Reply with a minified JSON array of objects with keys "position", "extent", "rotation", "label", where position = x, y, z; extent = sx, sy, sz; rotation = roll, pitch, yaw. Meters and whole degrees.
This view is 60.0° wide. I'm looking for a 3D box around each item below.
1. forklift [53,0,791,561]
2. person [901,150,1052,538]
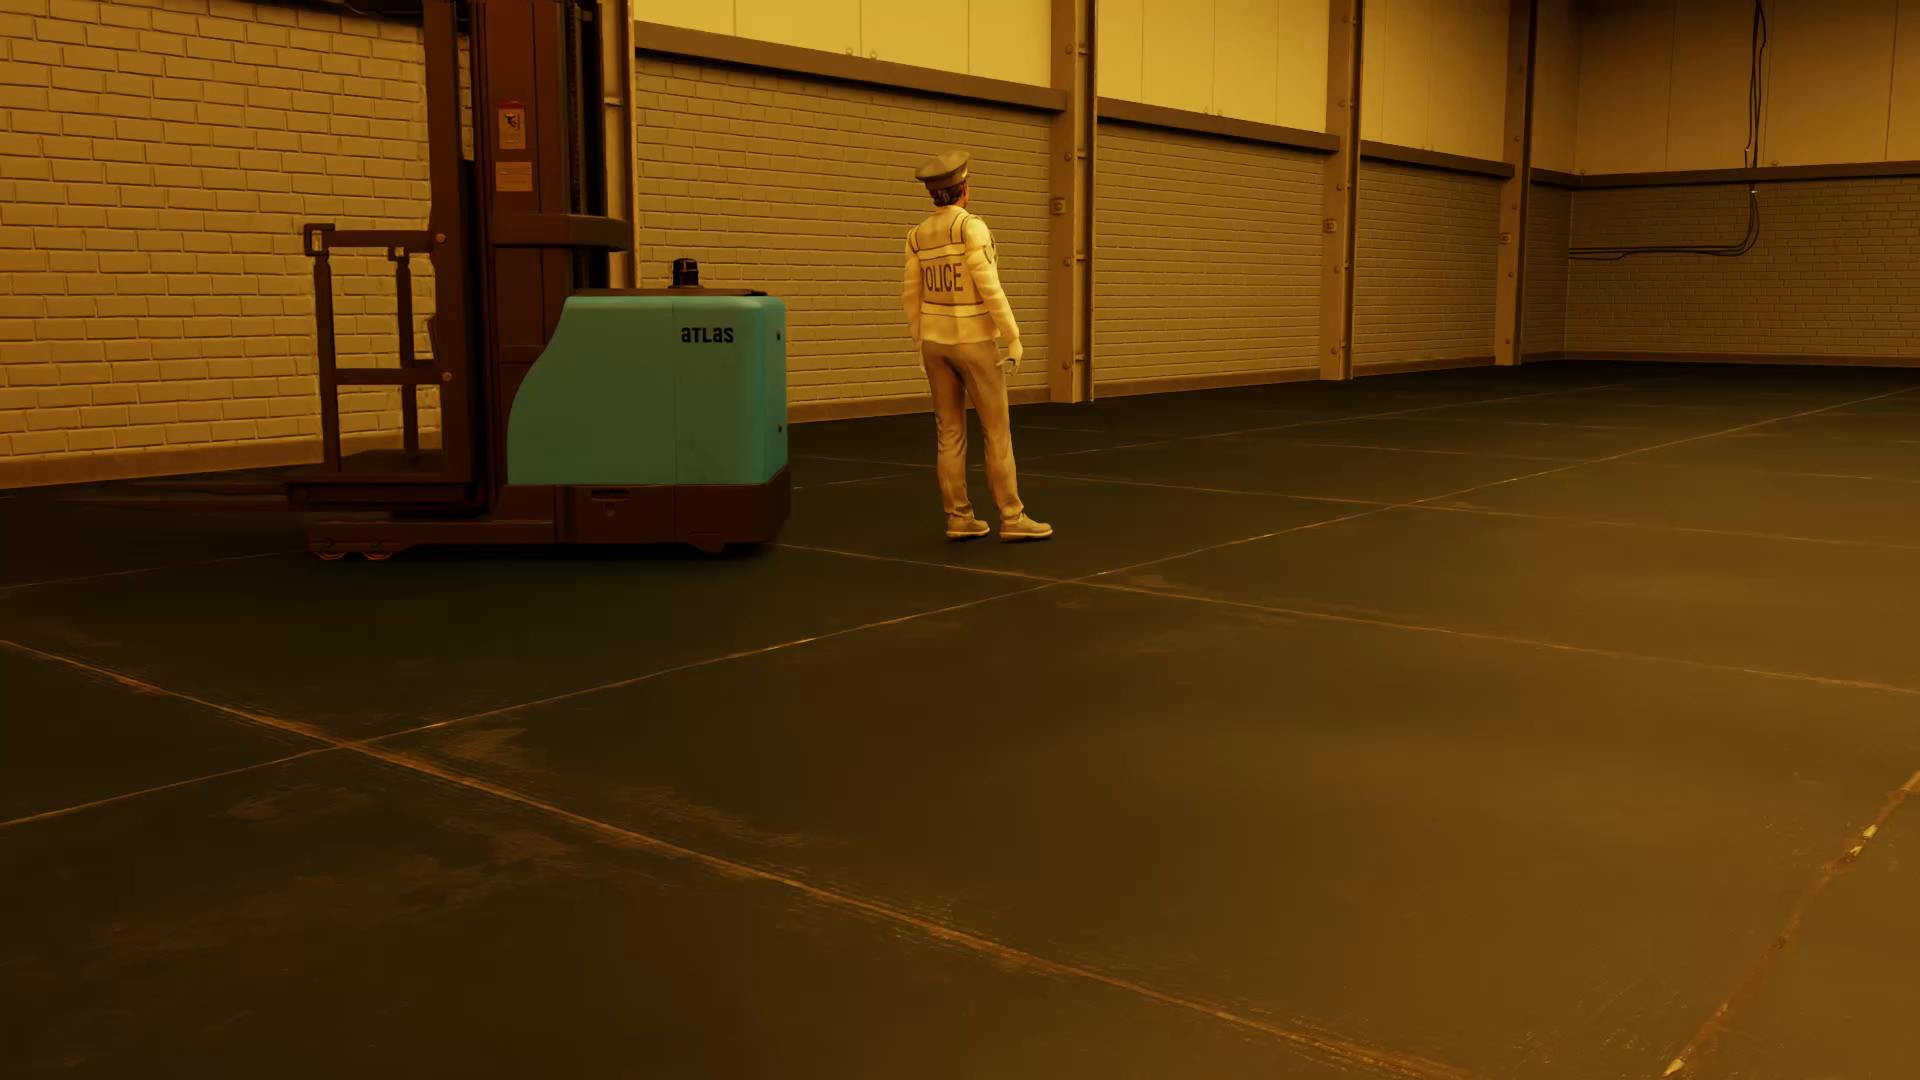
[{"position":[-2.303,-1.443,7.141],"extent":[3.031,2.935,1.130],"rotation":[0,8,0],"label":"forklift"},{"position":[0.049,-0.853,7.330],"extent":[0.587,1.694,0.529],"rotation":[7,11,38],"label":"person"}]
